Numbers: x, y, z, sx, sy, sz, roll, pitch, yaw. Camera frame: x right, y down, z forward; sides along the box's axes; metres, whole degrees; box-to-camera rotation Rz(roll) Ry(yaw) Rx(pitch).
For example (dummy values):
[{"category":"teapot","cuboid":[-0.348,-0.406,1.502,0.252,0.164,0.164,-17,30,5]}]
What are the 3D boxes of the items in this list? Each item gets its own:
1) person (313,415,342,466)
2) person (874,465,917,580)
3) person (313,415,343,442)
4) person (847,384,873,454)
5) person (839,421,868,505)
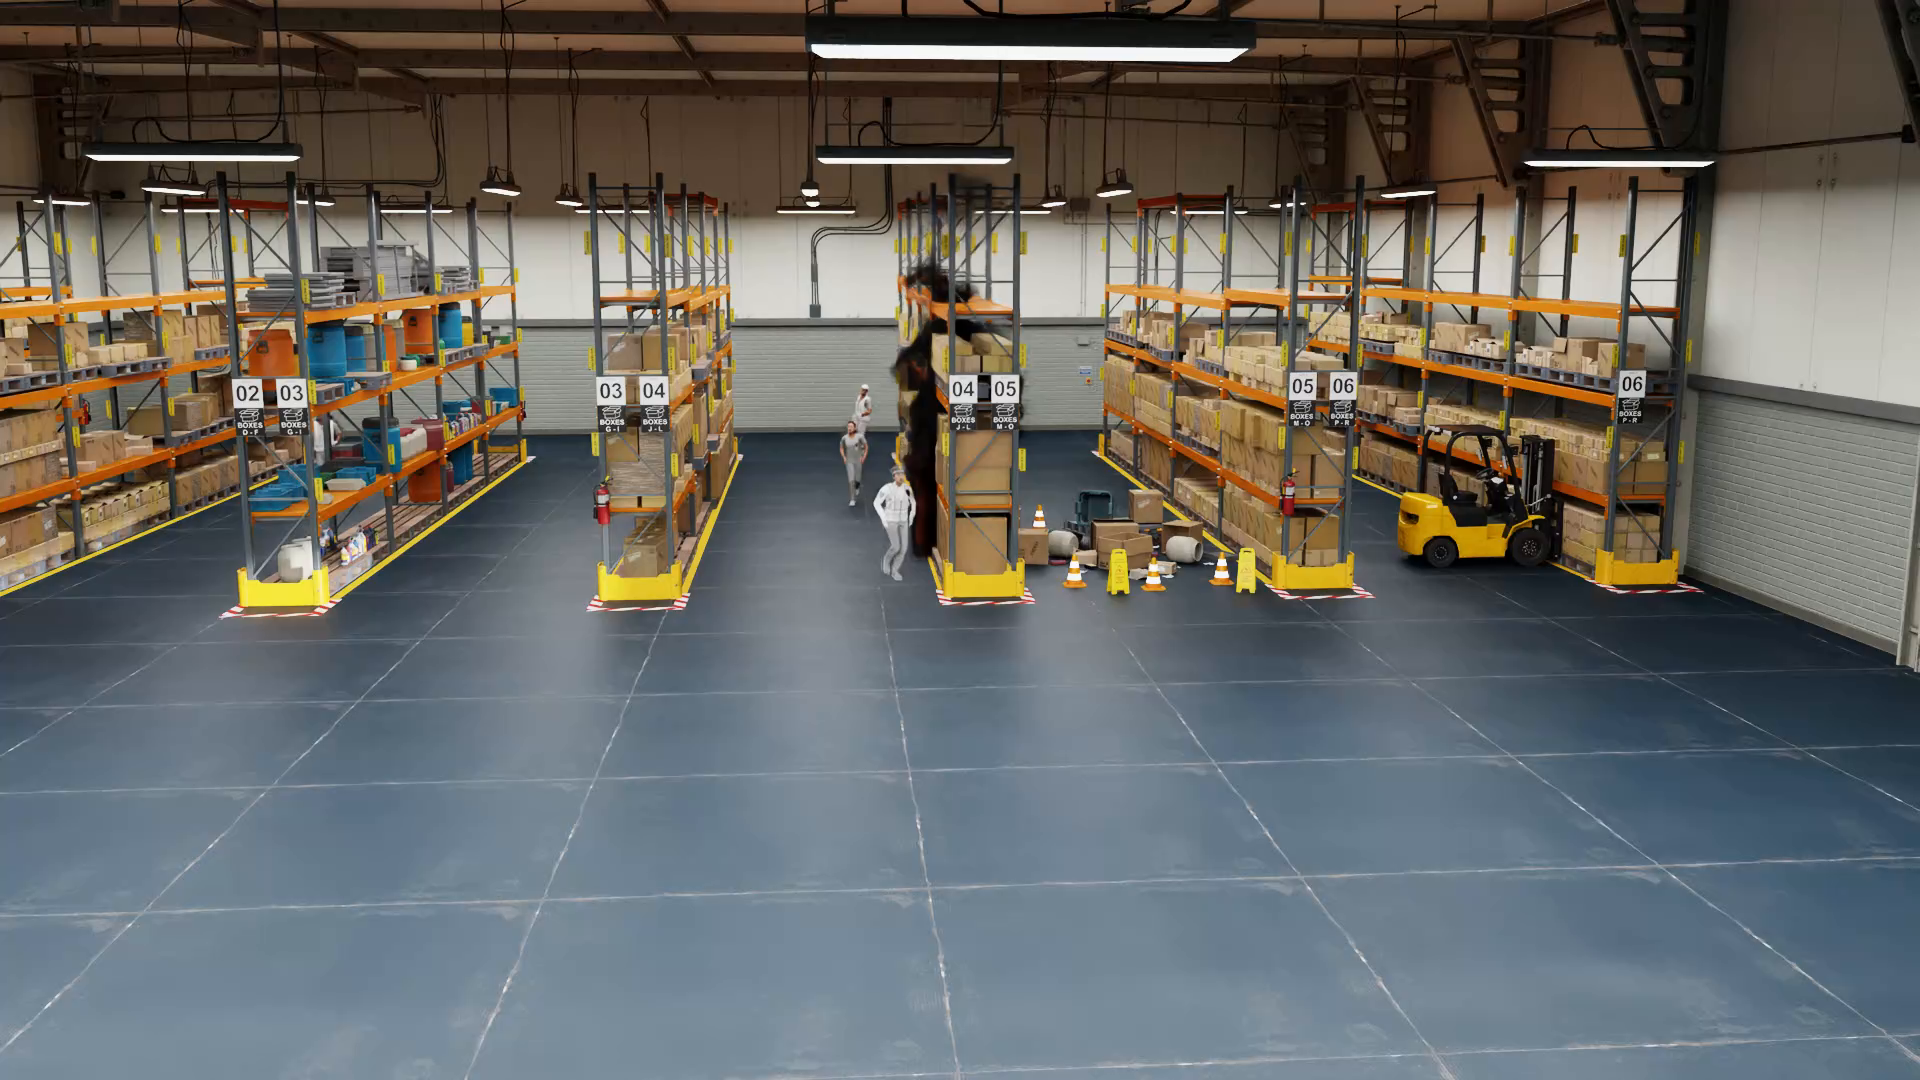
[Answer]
[{"category":"person","cuboid":[-13.031,-1.839,34.131,0.683,1.743,0.688,-4,11,-20]},{"category":"person","cuboid":[-0.919,-0.264,23.828,0.651,1.660,0.451,-5,11,-28]},{"category":"person","cuboid":[-13.483,-2.031,35.343,0.662,1.683,0.568,-2,10,-8]},{"category":"person","cuboid":[-2.414,-2.888,40.006,0.700,1.715,0.614,9,13,41]},{"category":"person","cuboid":[-2.081,-1.529,32.710,0.572,1.648,0.638,0,10,2]}]
